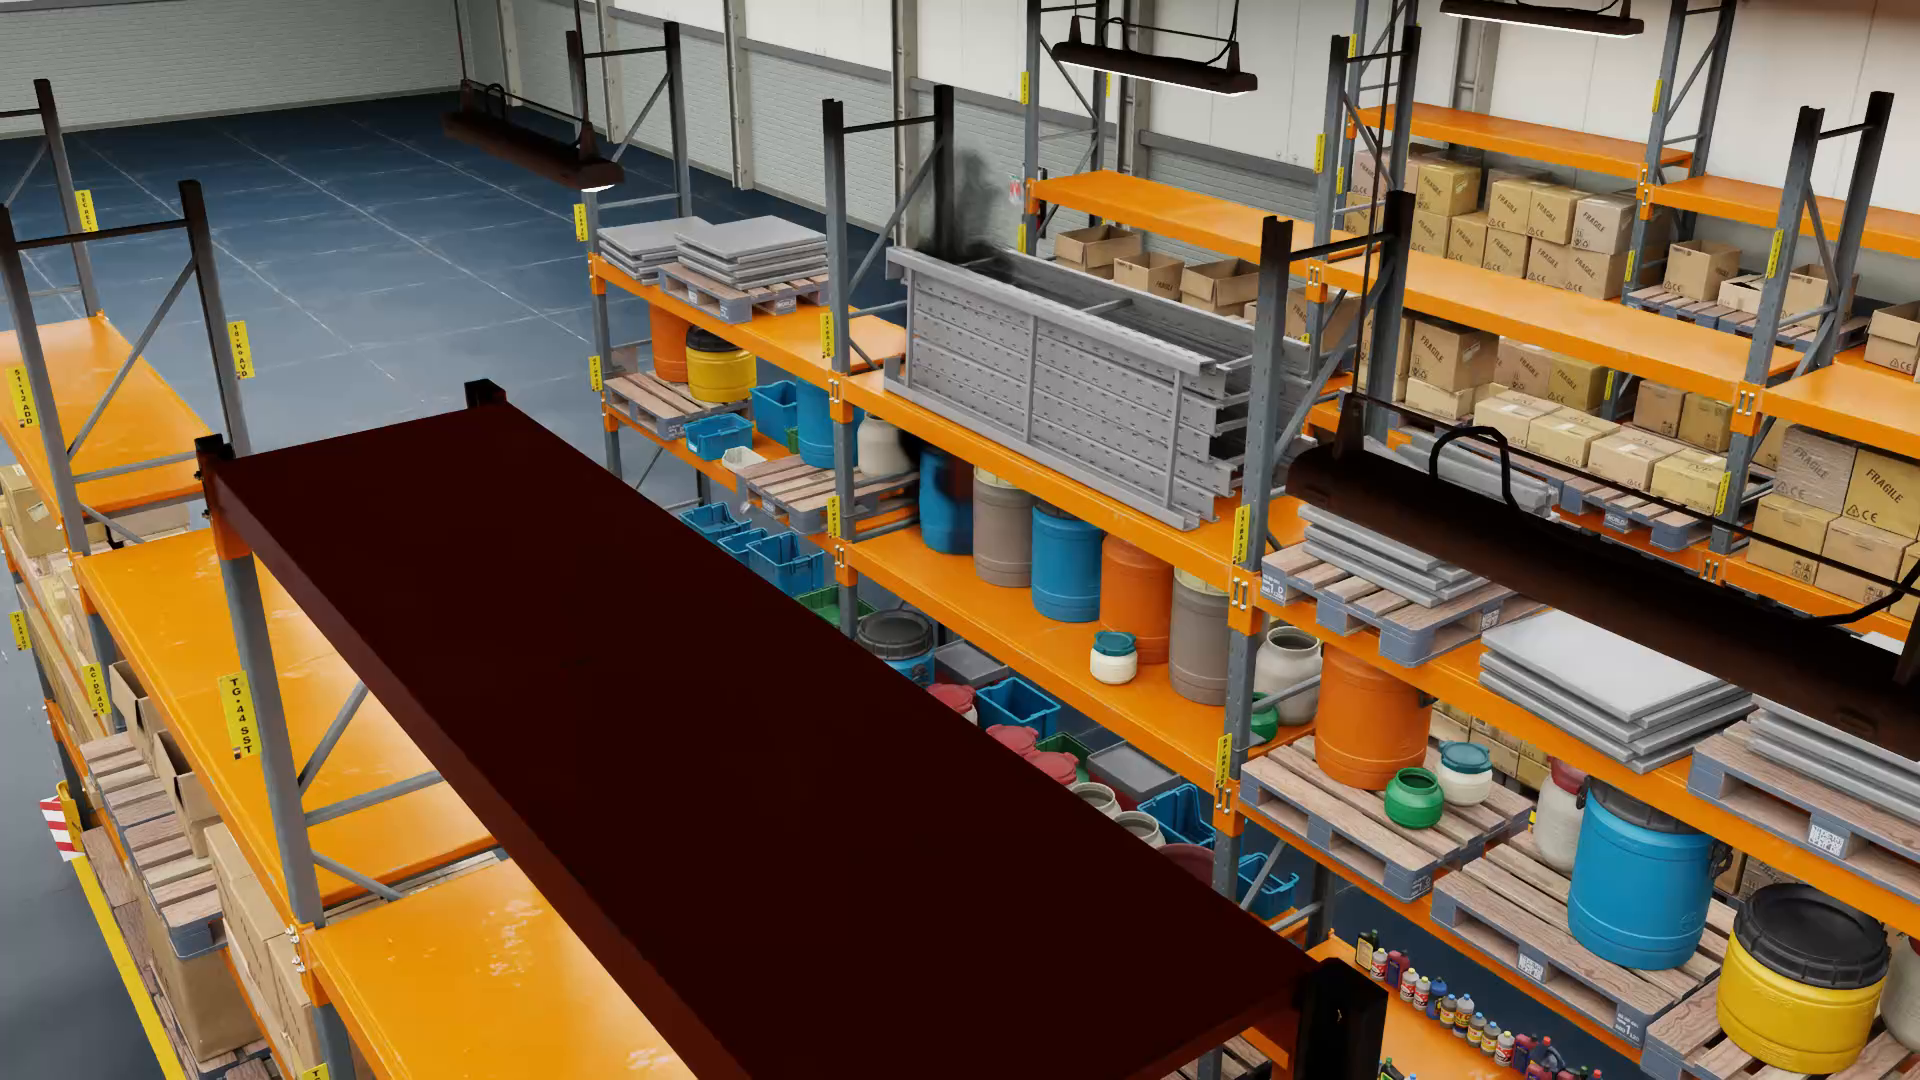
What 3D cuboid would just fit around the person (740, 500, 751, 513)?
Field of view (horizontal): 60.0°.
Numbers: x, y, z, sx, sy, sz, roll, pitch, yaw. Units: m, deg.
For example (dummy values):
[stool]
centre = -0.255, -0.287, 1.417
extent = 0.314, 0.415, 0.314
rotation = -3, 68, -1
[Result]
[person]
centre = -2.302, -1.069, 19.428
extent = 0.861, 1.580, 0.527
rotation = -2, 25, -5
